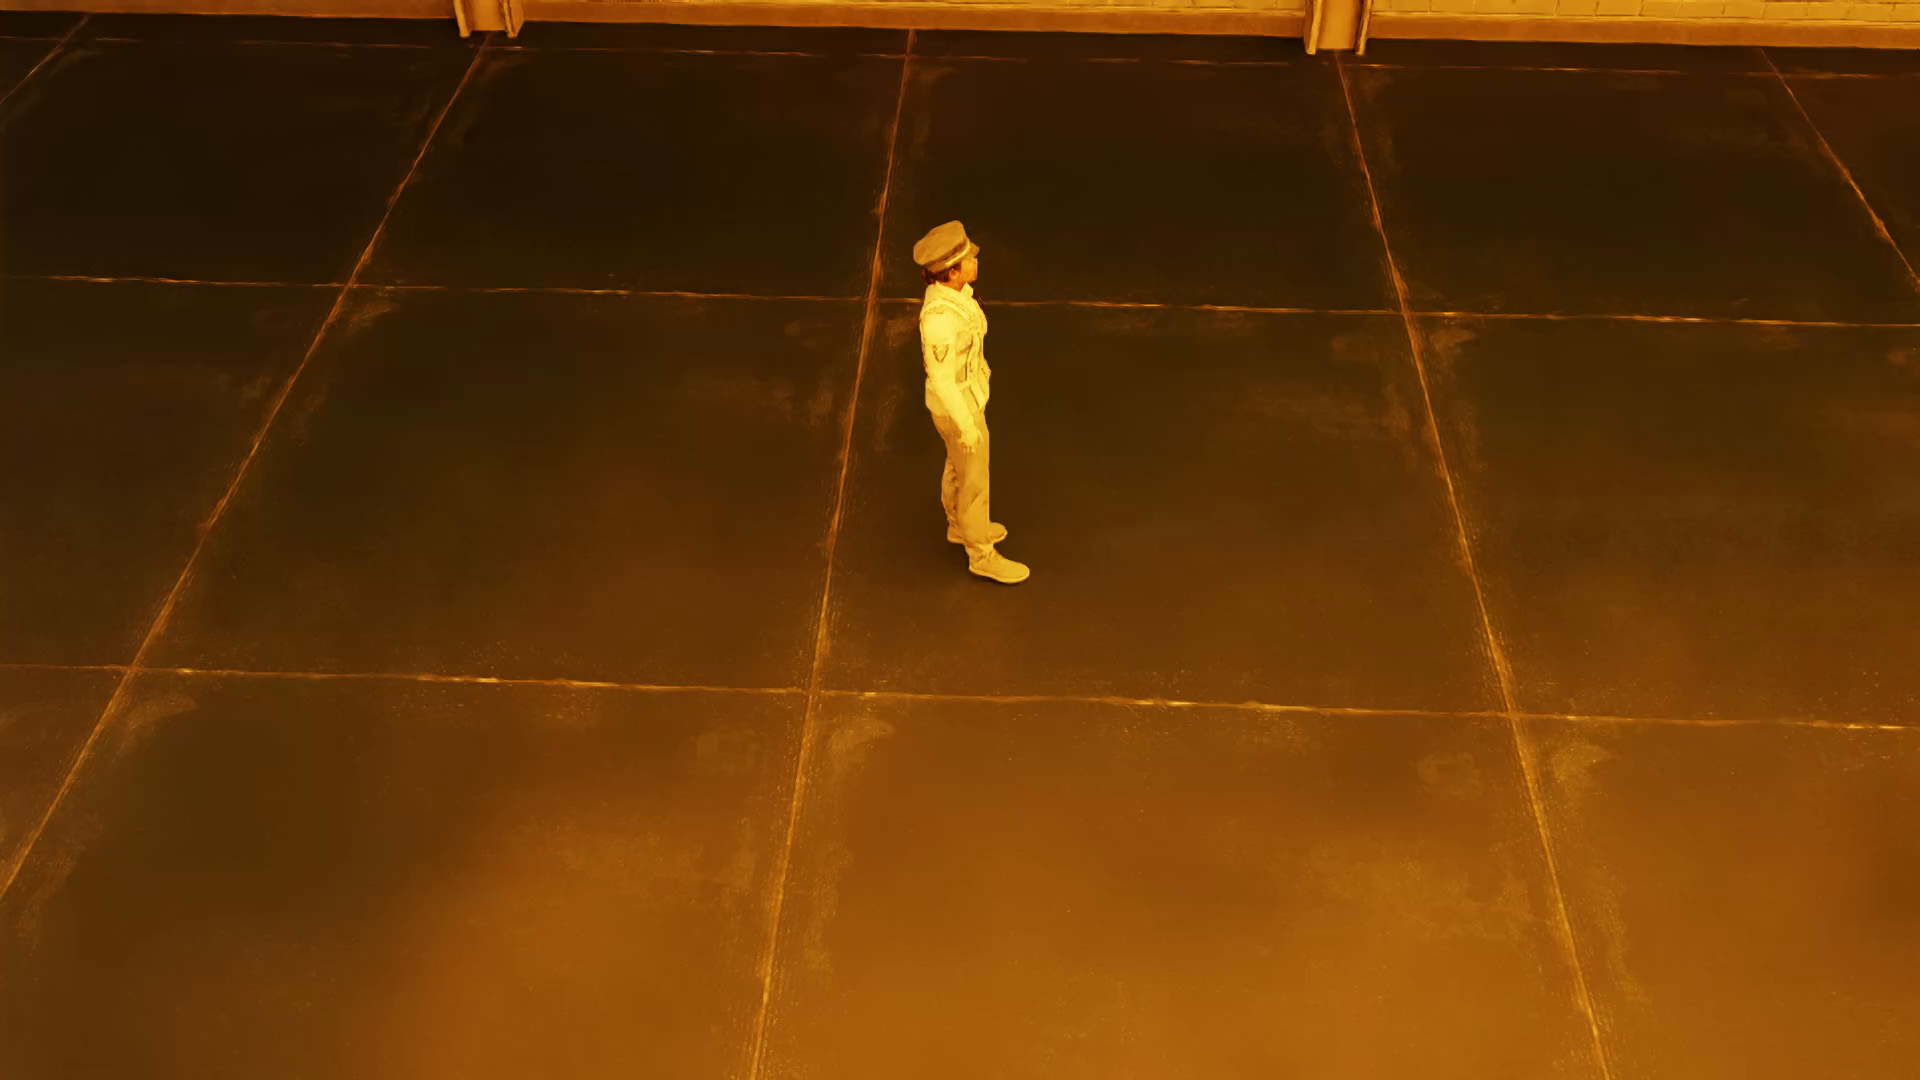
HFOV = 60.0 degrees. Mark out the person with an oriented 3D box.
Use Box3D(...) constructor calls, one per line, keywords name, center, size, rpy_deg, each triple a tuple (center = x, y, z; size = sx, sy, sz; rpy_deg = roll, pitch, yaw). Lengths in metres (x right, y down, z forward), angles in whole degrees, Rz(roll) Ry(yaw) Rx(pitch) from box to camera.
Box3D(name="person", center=(0.067, -0.624, 7.332), size=(0.532, 1.695, 0.586), rpy_deg=(2, 42, 2))
